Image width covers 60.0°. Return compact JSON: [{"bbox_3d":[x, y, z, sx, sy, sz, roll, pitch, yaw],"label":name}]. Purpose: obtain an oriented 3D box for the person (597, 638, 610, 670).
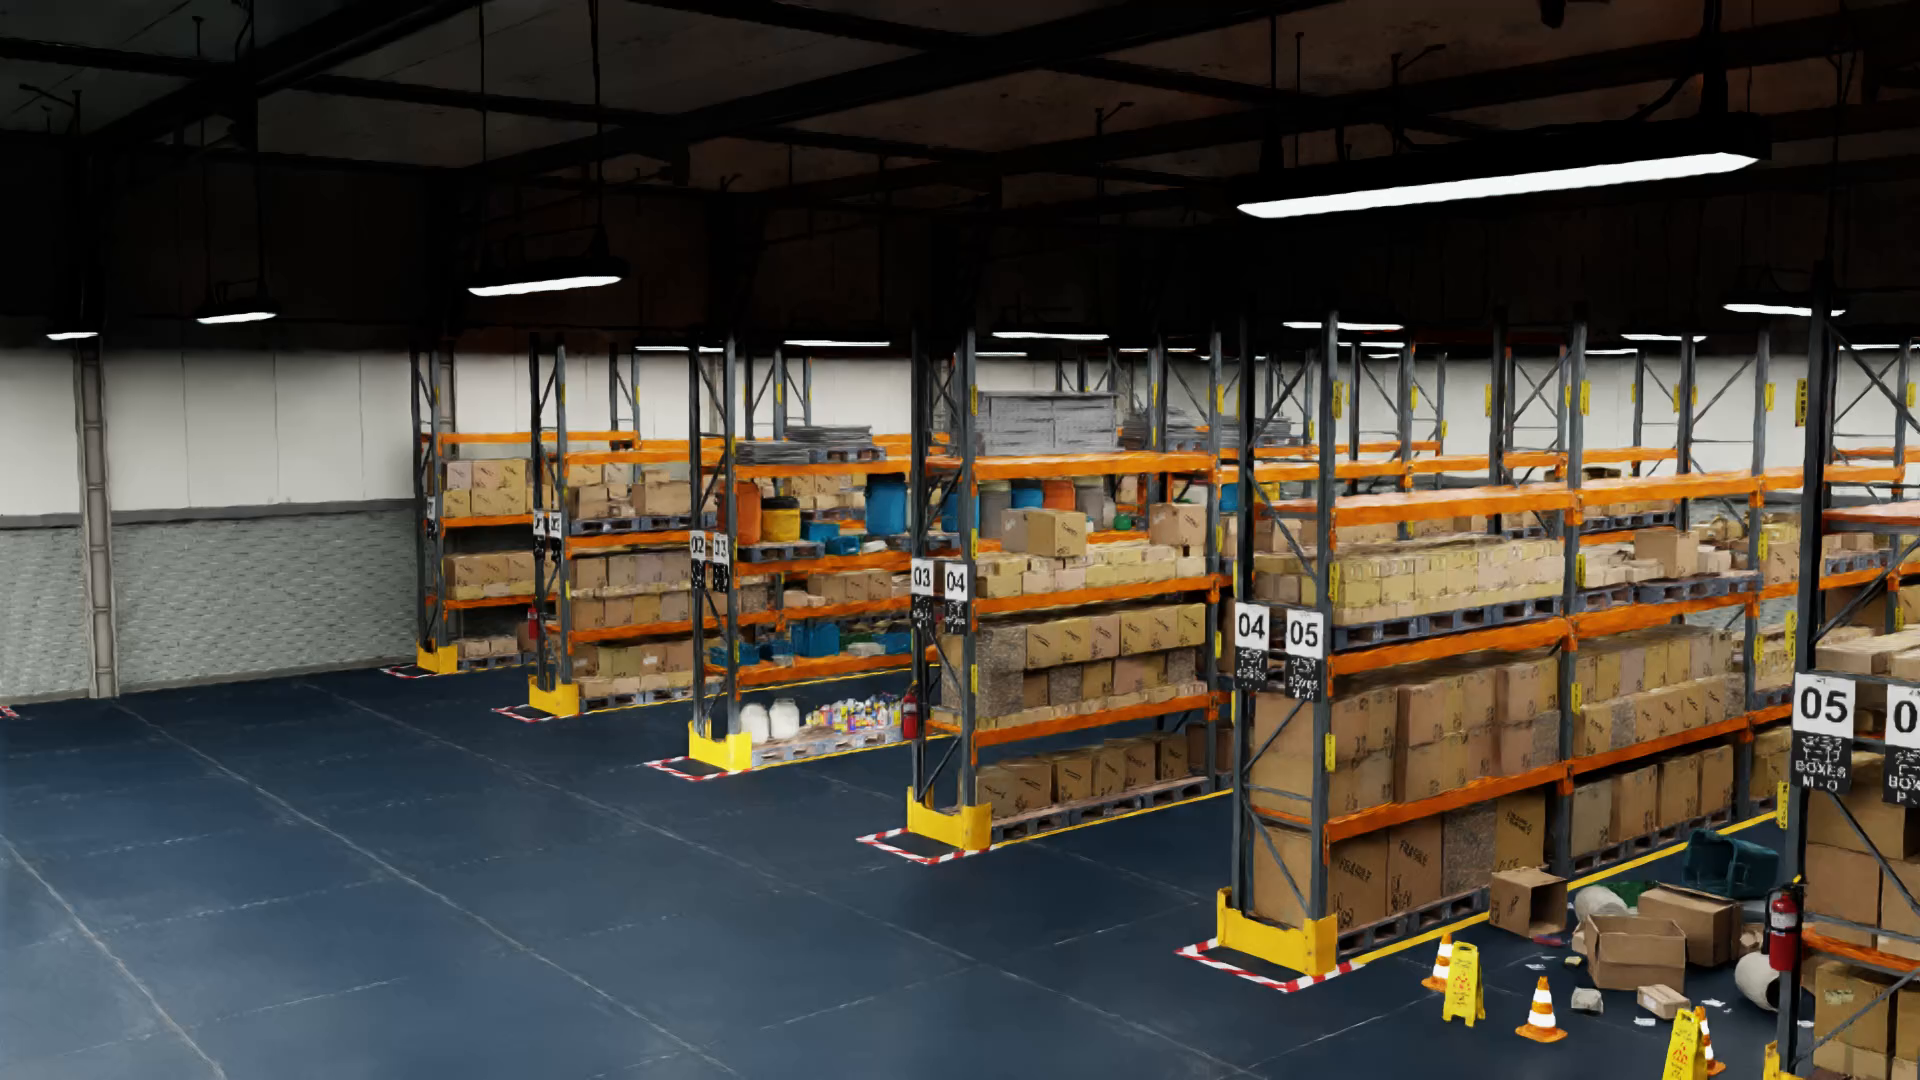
[{"bbox_3d":[-6.264,1.517,29.663,0.490,1.788,0.640,2,6,19],"label":"person"}]
